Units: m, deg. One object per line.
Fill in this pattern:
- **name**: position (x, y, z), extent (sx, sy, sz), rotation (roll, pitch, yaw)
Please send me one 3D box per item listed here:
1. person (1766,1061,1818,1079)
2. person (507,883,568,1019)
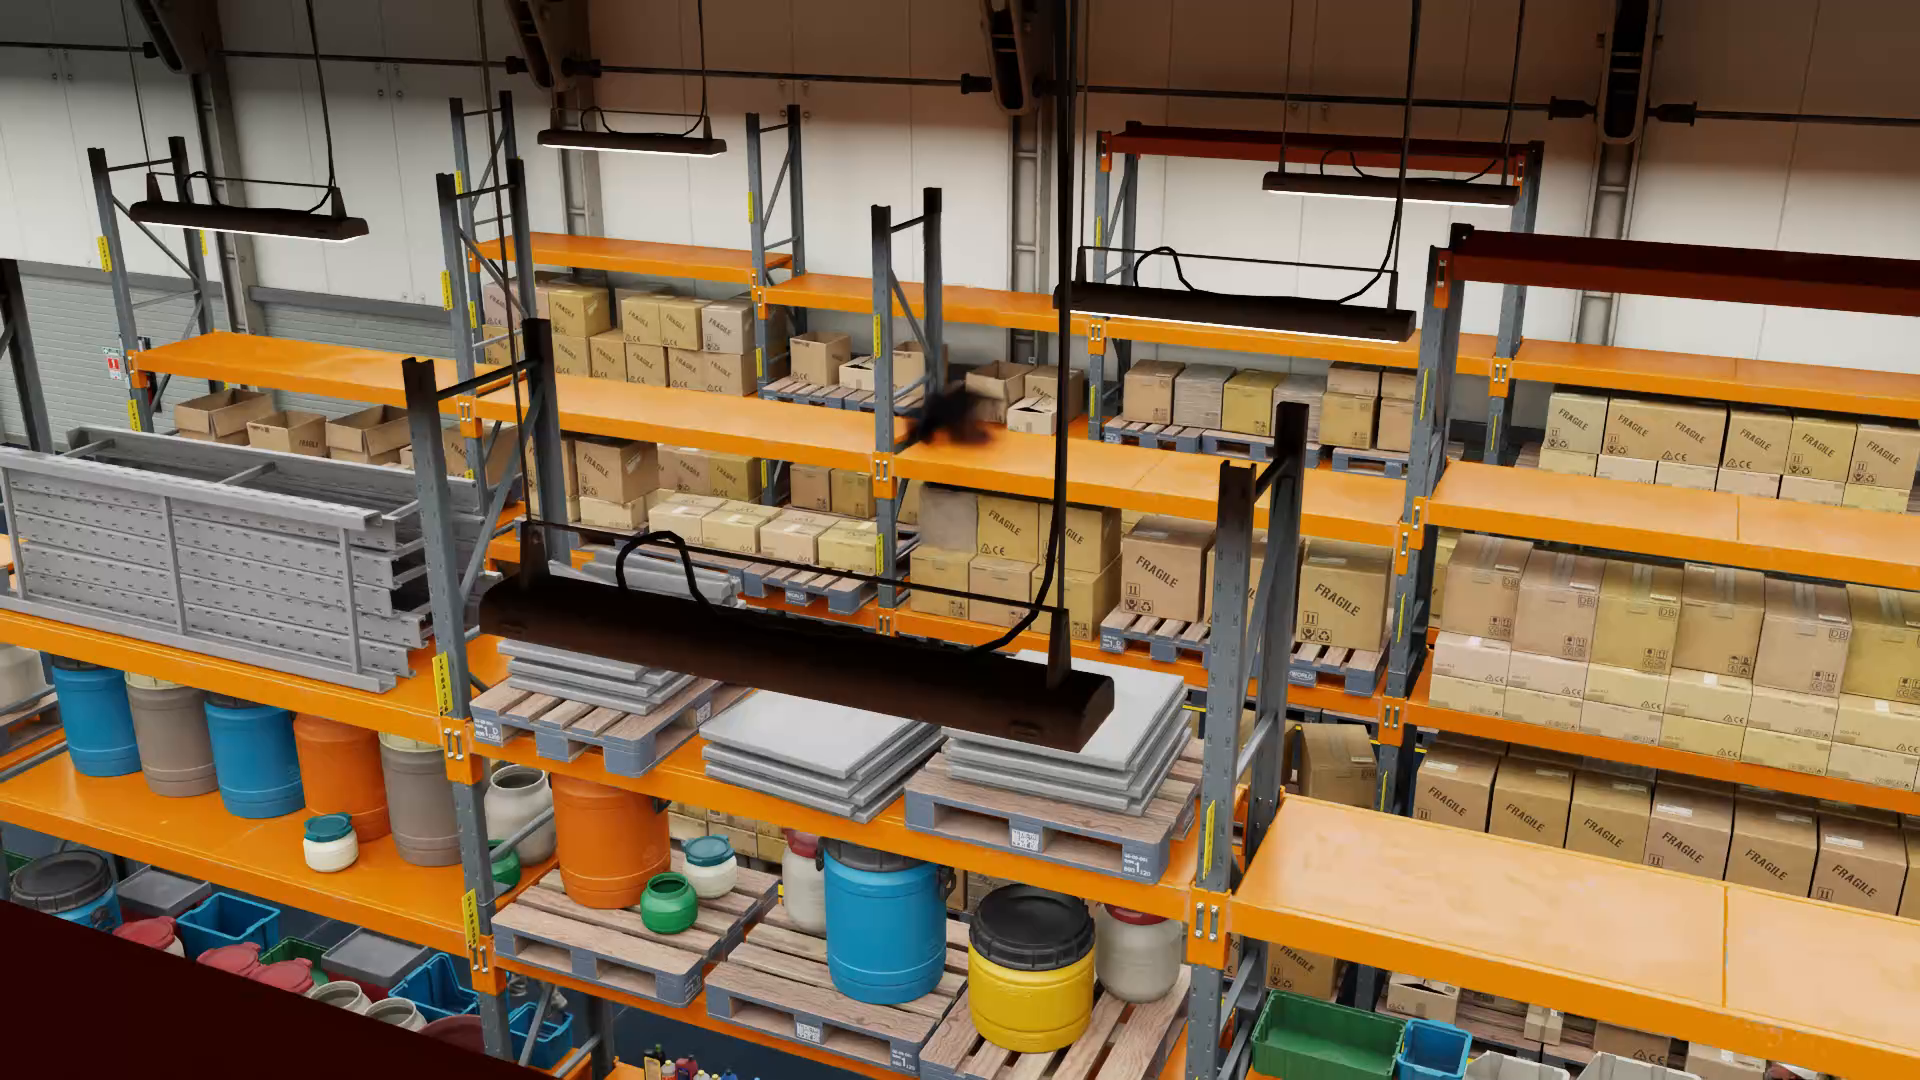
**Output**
- **person**: position (4.987, 3.807, 10.117), extent (0.630, 1.757, 0.689), rotation (3, 21, 7)
- **person**: position (-3.231, 2.717, 12.208), extent (0.754, 1.719, 0.608), rotation (12, 24, 29)
